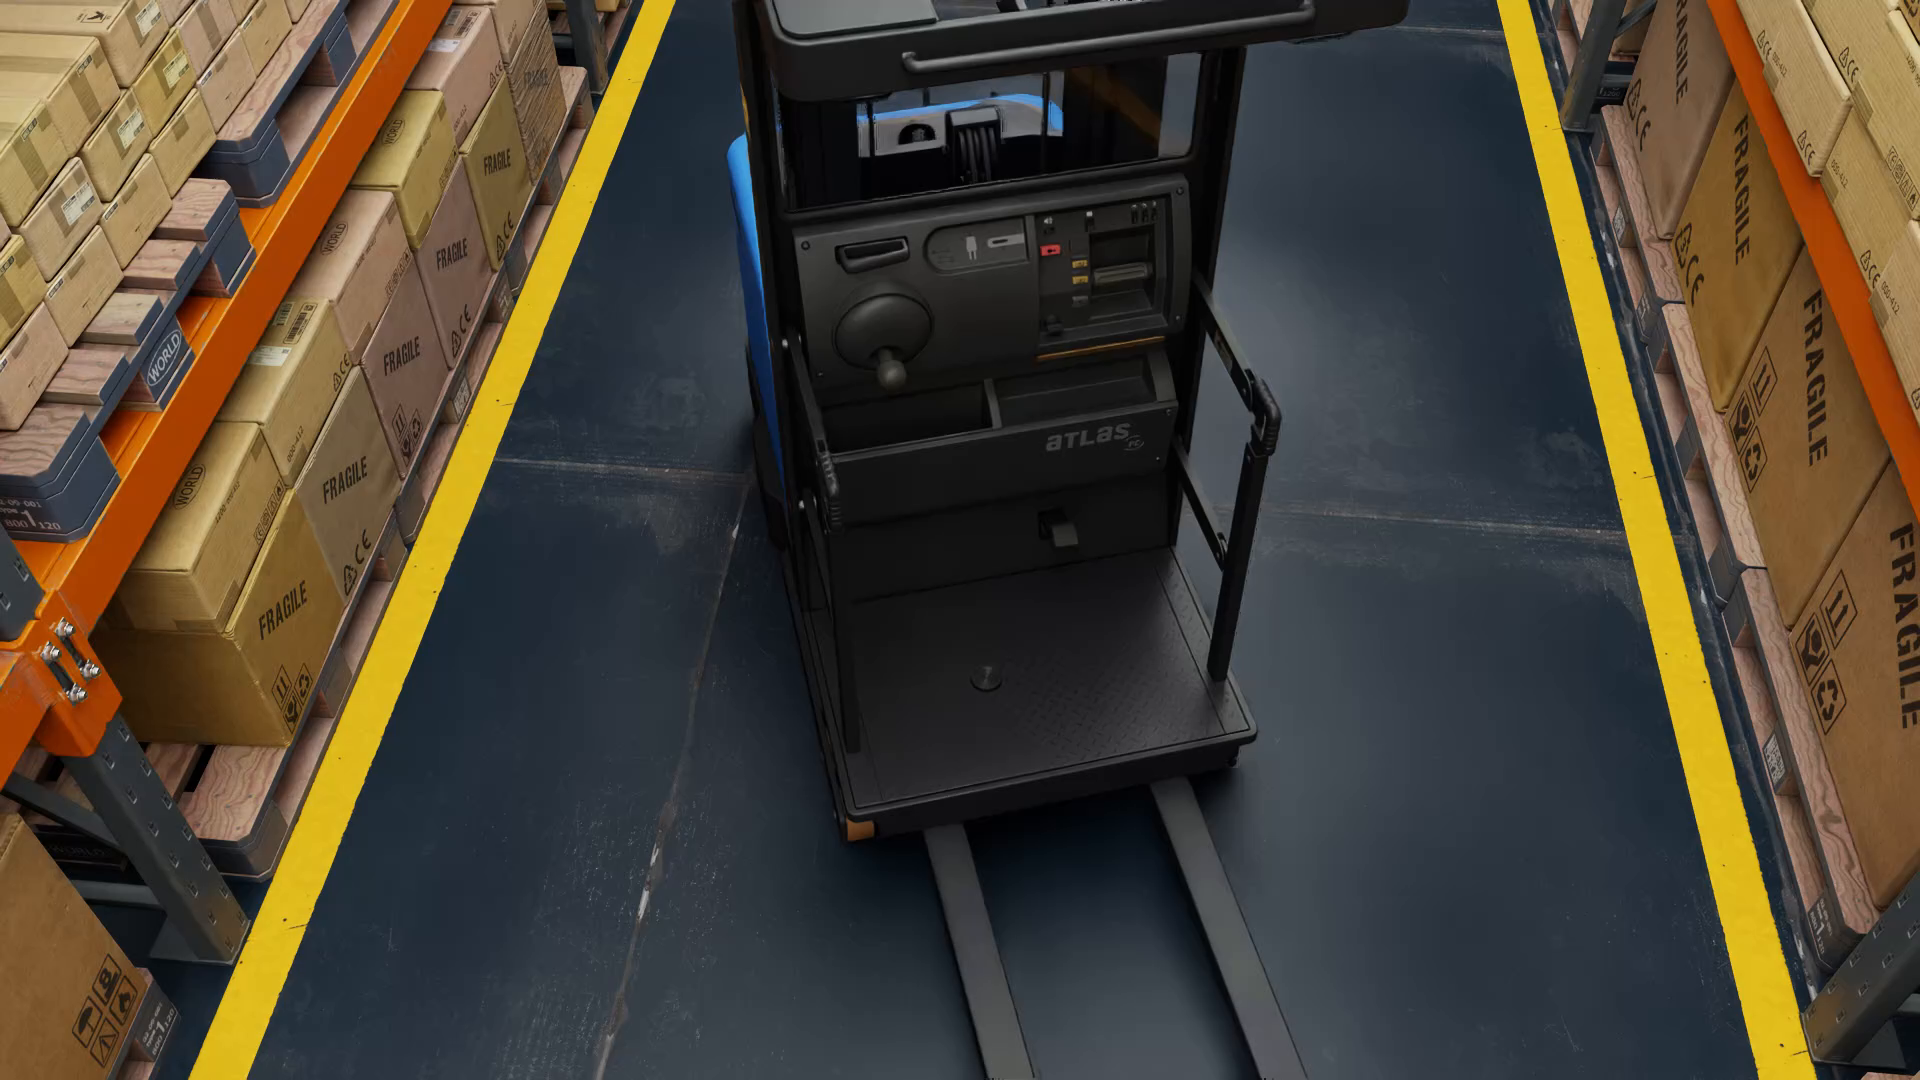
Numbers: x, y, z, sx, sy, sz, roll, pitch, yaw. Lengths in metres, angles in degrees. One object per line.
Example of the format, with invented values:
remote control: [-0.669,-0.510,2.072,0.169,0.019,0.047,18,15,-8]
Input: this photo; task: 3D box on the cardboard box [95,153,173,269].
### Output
cardboard box: [-2.058,-0.768,3.805,0.380,0.149,0.250,6,48,5]

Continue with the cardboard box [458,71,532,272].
cardboard box: [-1.847,-1.300,5.816,0.500,0.500,0.500,3,48,3]

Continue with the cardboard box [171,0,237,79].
cardboard box: [-2.014,-1.264,4.057,0.380,0.149,0.250,4,48,4]

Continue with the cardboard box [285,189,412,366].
cardboard box: [-1.940,-0.778,4.830,0.500,0.250,0.500,4,48,4]

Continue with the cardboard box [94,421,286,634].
cardboard box: [-2.044,-0.042,4.157,0.500,0.250,0.500,2,48,2]

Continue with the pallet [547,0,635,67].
pallet: [-1.958,-2.495,7.389,1.003,0.211,1.213,4,48,4]

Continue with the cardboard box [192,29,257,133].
cardboard box: [-2.013,-1.162,4.166,0.380,0.149,0.250,5,48,5]

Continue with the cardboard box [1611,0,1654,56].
cardboard box: [3.119,-2.412,6.875,0.875,0.438,0.875,3,48,3]

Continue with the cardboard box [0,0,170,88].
cardboard box: [-2.040,-1.157,3.758,0.380,0.149,0.250,2,48,2]

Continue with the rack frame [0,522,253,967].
rack frame: [-2.348,-0.001,3.218,1.000,3.000,0.127,4,48,4]

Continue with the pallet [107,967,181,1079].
pallet: [-2.495,1.515,3.721,1.003,0.211,1.213,4,48,4]

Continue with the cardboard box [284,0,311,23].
cardboard box: [-1.962,-1.538,4.510,0.380,0.149,0.250,2,48,2]

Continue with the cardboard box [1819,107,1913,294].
cardboard box: [2.471,-0.826,4.074,0.500,0.250,0.500,3,48,3]

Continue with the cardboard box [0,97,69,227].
cardboard box: [-2.091,-0.783,3.415,0.380,0.149,0.250,3,48,2]

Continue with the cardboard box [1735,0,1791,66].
cardboard box: [2.544,-1.569,4.754,0.500,0.250,0.500,4,48,3]

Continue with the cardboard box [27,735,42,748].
cardboard box: [-2.548,0.200,4.444,0.500,0.500,0.500,4,48,3]

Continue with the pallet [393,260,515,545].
pallet: [-2.162,-0.528,5.590,1.003,0.211,1.213,4,48,4]

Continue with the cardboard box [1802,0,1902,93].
cardboard box: [2.498,-1.369,4.232,0.500,0.250,0.500,3,48,2]

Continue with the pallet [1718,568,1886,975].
pallet: [2.738,0.625,4.535,1.003,0.211,1.213,4,48,4]

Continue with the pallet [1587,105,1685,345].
pallet: [2.960,-1.168,6.175,1.003,0.211,1.213,4,48,4]

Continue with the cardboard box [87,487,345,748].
cardboard box: [-2.030,0.199,4.445,0.500,0.500,0.500,2,48,2]

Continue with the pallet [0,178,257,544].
pallet: [-2.389,-0.467,3.774,1.213,0.211,1.003,4,48,4]

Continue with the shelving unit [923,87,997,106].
shelving unit: [-0.013,-1.080,5.626,0.258,0.900,0.210,5,49,5]

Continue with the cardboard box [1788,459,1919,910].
cardboard box: [2.736,0.331,4.069,0.875,0.875,0.875,3,48,3]

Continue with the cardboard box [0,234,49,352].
cardboard box: [-2.104,-0.499,3.358,0.380,0.149,0.250,6,48,5]

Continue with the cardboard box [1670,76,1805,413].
cardboard box: [2.904,-0.981,5.269,0.875,0.875,0.875,5,48,5]

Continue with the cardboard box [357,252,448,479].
cardboard box: [-1.945,-0.548,5.128,0.500,0.500,0.500,3,48,3]

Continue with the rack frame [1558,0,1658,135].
rack frame: [2.955,-2.681,5.670,1.000,3.000,0.127,4,48,4]

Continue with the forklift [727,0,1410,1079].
forklift: [0.140,-0.494,3.716,1.130,2.935,3.031,-10,48,-9]

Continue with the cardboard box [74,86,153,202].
cardboard box: [-2.060,-0.895,3.720,0.380,0.149,0.250,3,48,2]

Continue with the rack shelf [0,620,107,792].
rack shelf: [-2.530,1.712,2.139,1.077,0.370,4.000,4,48,4]

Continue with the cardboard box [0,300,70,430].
cardboard box: [-2.106,-0.373,3.444,0.380,0.149,0.250,3,48,3]

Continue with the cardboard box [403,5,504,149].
cardboard box: [-1.860,-1.550,5.536,0.500,0.250,0.500,6,48,5]
